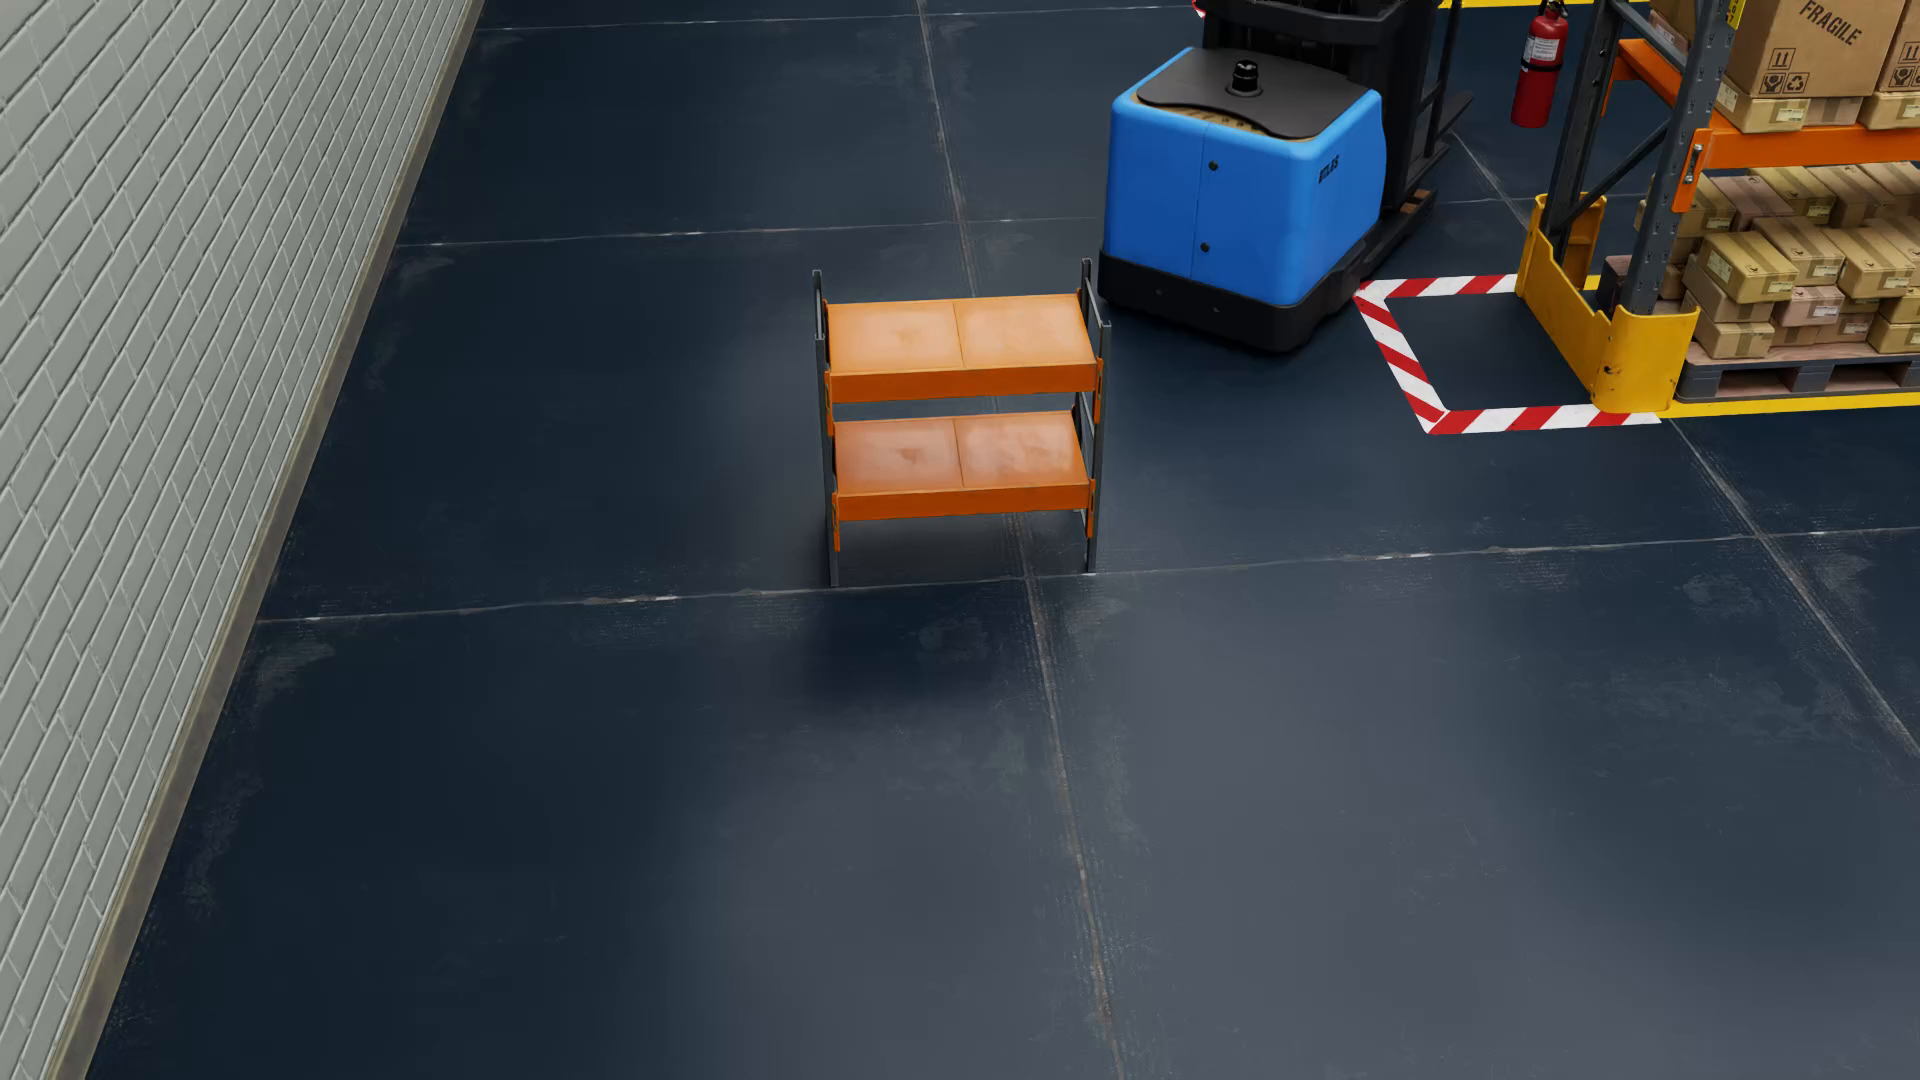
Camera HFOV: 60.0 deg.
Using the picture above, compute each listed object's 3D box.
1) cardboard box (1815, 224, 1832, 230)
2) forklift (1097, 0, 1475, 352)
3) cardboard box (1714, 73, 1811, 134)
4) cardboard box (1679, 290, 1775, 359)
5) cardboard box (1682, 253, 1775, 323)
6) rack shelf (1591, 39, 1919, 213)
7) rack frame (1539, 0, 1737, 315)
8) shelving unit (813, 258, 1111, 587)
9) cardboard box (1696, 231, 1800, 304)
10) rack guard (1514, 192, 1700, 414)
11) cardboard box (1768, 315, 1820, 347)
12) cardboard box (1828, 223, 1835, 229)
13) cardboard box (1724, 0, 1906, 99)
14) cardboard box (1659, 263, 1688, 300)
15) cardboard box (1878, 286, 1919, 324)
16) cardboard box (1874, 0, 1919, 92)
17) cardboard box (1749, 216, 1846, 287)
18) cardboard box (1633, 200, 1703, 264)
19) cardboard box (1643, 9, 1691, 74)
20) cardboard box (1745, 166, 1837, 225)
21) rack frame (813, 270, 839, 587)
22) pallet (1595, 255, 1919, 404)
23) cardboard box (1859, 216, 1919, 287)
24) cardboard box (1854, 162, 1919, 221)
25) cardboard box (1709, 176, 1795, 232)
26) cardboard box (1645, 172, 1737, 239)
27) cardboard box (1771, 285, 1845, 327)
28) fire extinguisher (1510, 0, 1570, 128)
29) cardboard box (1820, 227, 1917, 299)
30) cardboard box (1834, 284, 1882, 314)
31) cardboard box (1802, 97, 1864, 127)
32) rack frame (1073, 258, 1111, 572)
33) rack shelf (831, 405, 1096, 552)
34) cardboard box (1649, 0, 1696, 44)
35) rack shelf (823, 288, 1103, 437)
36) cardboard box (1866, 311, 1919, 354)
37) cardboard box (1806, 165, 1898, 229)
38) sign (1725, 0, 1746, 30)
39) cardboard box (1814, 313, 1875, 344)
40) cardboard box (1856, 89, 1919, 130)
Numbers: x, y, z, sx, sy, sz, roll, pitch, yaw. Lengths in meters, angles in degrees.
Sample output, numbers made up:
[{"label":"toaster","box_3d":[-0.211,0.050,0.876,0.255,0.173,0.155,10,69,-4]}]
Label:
[{"label":"cardboard box","box_3d":[3.938,-1.504,7.957,0.250,0.149,0.380,-5,39,-6]},{"label":"forklift","box_3d":[1.897,-2.909,8.070,1.130,2.935,3.031,22,43,25]},{"label":"cardboard box","box_3d":[3.272,-1.824,6.842,0.250,0.149,0.380,-3,38,-4]},{"label":"cardboard box","box_3d":[3.471,-0.984,7.537,0.250,0.149,0.380,-2,38,-3]},{"label":"cardboard box","box_3d":[3.465,-1.139,7.495,0.250,0.149,0.380,-2,38,-2]},{"label":"rack shelf","box_3d":[4.912,-1.934,7.360,4.000,0.370,1.077,-3,38,-4]},{"label":"rack frame","box_3d":[2.920,-2.107,6.998,0.127,3.000,1.000,-3,38,-4]},{"label":"shelving unit","box_3d":[-0.007,-0.441,6.401,1.048,1.125,0.538,-3,38,-4]},{"label":"cardboard box","box_3d":[3.472,-1.205,7.338,0.250,0.149,0.380,-5,39,-6]},{"label":"rack guard","box_3d":[2.996,-1.130,7.778,0.348,0.500,1.175,-3,38,-4]},{"label":"cardboard box","box_3d":[3.724,-1.048,7.620,0.250,0.149,0.380,-3,38,-4]},{"label":"cardboard box","box_3d":[4.215,-1.455,7.895,0.250,0.149,0.380,-4,38,-5]},{"label":"cardboard box","box_3d":[3.392,-2.117,6.690,0.500,0.500,0.500,-1,38,-2]},{"label":"cardboard box","box_3d":[3.426,-1.310,7.951,0.250,0.149,0.380,-3,38,-3]},{"label":"cardboard box","box_3d":[4.244,-1.135,7.489,0.250,0.149,0.380,-2,38,-3]},{"label":"cardboard box","box_3d":[3.923,-2.162,6.748,0.500,0.500,0.500,-3,38,-4]},{"label":"cardboard box","box_3d":[3.736,-1.294,7.451,0.250,0.149,0.380,-2,38,-3]},{"label":"cardboard box","box_3d":[3.421,-1.474,7.919,0.250,0.149,0.380,-4,38,-5]},{"label":"cardboard box","box_3d":[3.220,-2.200,7.320,0.250,0.149,0.380,-3,38,-4]},{"label":"cardboard box","box_3d":[3.927,-1.642,7.892,0.250,0.149,0.380,-4,38,-5]},{"label":"rack frame","box_3d":[-0.513,-0.413,6.366,0.032,1.125,0.500,-3,38,-4]},{"label":"pallet","box_3d":[3.808,-1.039,7.896,1.213,0.211,1.003,-3,38,-4]},{"label":"cardboard box","box_3d":[4.238,-1.294,7.450,0.250,0.149,0.380,-5,39,-6]},{"label":"cardboard box","box_3d":[4.453,-1.666,7.923,0.250,0.149,0.380,-2,38,-2]},{"label":"cardboard box","box_3d":[3.681,-1.550,7.775,0.250,0.149,0.380,-2,38,-3]},{"label":"cardboard box","box_3d":[3.425,-1.571,7.802,0.250,0.149,0.380,-3,38,-3]},{"label":"cardboard box","box_3d":[3.743,-1.120,7.470,0.250,0.149,0.380,-3,38,-4]},{"label":"fire extinguisher","box_3d":[2.629,-2.201,7.481,0.183,0.674,0.296,-3,38,-4]},{"label":"cardboard box","box_3d":[3.999,-1.229,7.368,0.250,0.149,0.380,-3,38,-4]},{"label":"cardboard box","box_3d":[3.979,-1.188,7.556,0.250,0.149,0.380,-3,38,-3]},{"label":"cardboard box","box_3d":[3.522,-1.863,6.892,0.250,0.149,0.380,-2,38,-2]},{"label":"rack frame","box_3d":[0.500,-0.469,6.436,0.032,1.125,0.500,-3,38,-4]},{"label":"rack shelf","box_3d":[-0.007,-0.249,6.553,1.000,0.278,0.538,-3,38,-4]},{"label":"cardboard box","box_3d":[3.345,-2.446,7.108,0.500,0.500,0.500,-2,38,-3]},{"label":"rack shelf","box_3d":[-0.007,-0.671,6.220,1.000,0.278,0.538,-3,38,-4]},{"label":"cardboard box","box_3d":[4.235,-1.013,7.574,0.250,0.149,0.380,-3,38,-3]},{"label":"cardboard box","box_3d":[4.191,-1.617,7.860,0.250,0.149,0.380,-5,39,-6]},{"label":"sign","box_3d":[2.969,-2.112,6.306,0.005,0.325,0.100,-3,38,-4]},{"label":"cardboard box","box_3d":[3.971,-1.066,7.642,0.250,0.149,0.380,-3,38,-3]},{"label":"cardboard box","box_3d":[3.795,-1.845,6.869,0.250,0.149,0.380,-4,38,-5]}]
